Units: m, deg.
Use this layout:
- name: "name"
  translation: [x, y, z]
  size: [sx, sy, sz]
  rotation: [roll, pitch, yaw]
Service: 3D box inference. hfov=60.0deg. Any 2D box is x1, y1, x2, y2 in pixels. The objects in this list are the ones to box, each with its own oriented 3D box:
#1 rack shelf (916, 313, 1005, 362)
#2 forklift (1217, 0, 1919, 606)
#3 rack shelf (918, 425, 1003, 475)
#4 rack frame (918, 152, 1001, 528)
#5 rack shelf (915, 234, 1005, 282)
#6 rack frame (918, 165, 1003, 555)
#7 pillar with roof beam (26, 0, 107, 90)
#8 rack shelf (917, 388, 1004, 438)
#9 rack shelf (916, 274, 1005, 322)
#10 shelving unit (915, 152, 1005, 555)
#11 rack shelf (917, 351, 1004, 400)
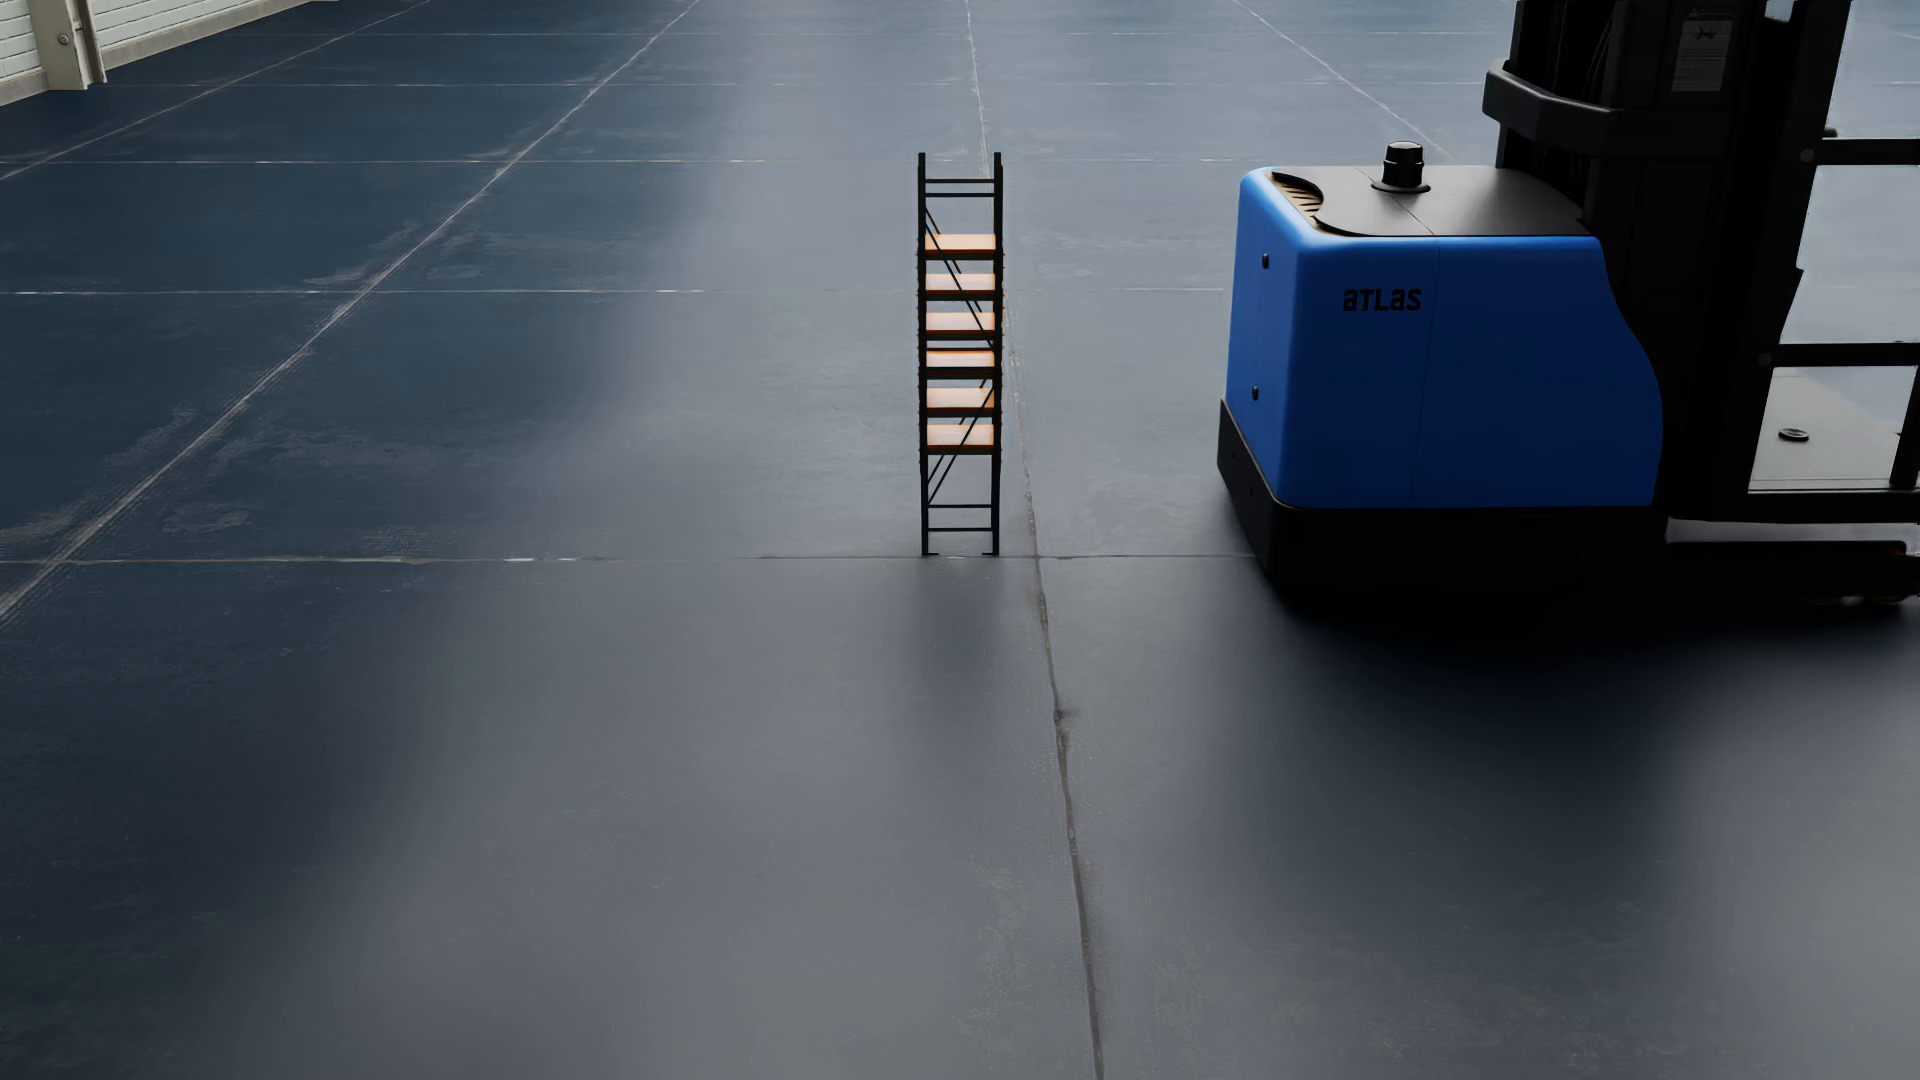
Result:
- name: "rack shelf"
  translation: [0.000, -0.610, 4.958]
  size: [0.258, 0.103, 0.180]
  rotation: [0, 24, -1]
- name: "forklift"
  translation: [2.396, -1.364, 4.709]
  size: [3.031, 2.935, 1.130]
  rotation: [-1, 24, -2]
- name: "rack shelf"
  translation: [0.000, -0.282, 5.107]
  size: [0.258, 0.103, 0.180]
  rotation: [0, 24, -1]
- name: "rack frame"
  translation: [-0.001, -0.578, 5.073]
  size: [0.240, 1.200, 0.006]
  rotation: [0, 24, -1]
- name: "rack shelf"
  translation: [0.000, -0.828, 4.860]
  size: [0.258, 0.103, 0.180]
  rotation: [0, 24, -1]
- name: "rack frame"
  translation: [0.001, -0.503, 4.906]
  size: [0.240, 1.200, 0.006]
  rotation: [0, 24, -1]
- name: "pillar with roof beam"
  translation: [-2.741, -7.743, 11.451]
  size: [9.100, 9.000, 0.400]
  rotation: [0, 24, -1]
- name: "rack shelf"
  translation: [0.000, -0.391, 5.057]
  size: [0.258, 0.103, 0.180]
  rotation: [0, 24, -1]
- name: "rack shelf"
  translation: [0.000, -0.719, 4.909]
  size: [0.258, 0.103, 0.180]
  rotation: [0, 24, -1]
- name: "shelving unit"
  translation: [0.000, -0.541, 4.990]
  size: [0.258, 1.200, 0.189]
  rotation: [0, 24, -1]
- name: "rack shelf"
  translation: [0.000, -0.500, 5.008]
  size: [0.258, 0.103, 0.180]
  rotation: [0, 24, -1]
